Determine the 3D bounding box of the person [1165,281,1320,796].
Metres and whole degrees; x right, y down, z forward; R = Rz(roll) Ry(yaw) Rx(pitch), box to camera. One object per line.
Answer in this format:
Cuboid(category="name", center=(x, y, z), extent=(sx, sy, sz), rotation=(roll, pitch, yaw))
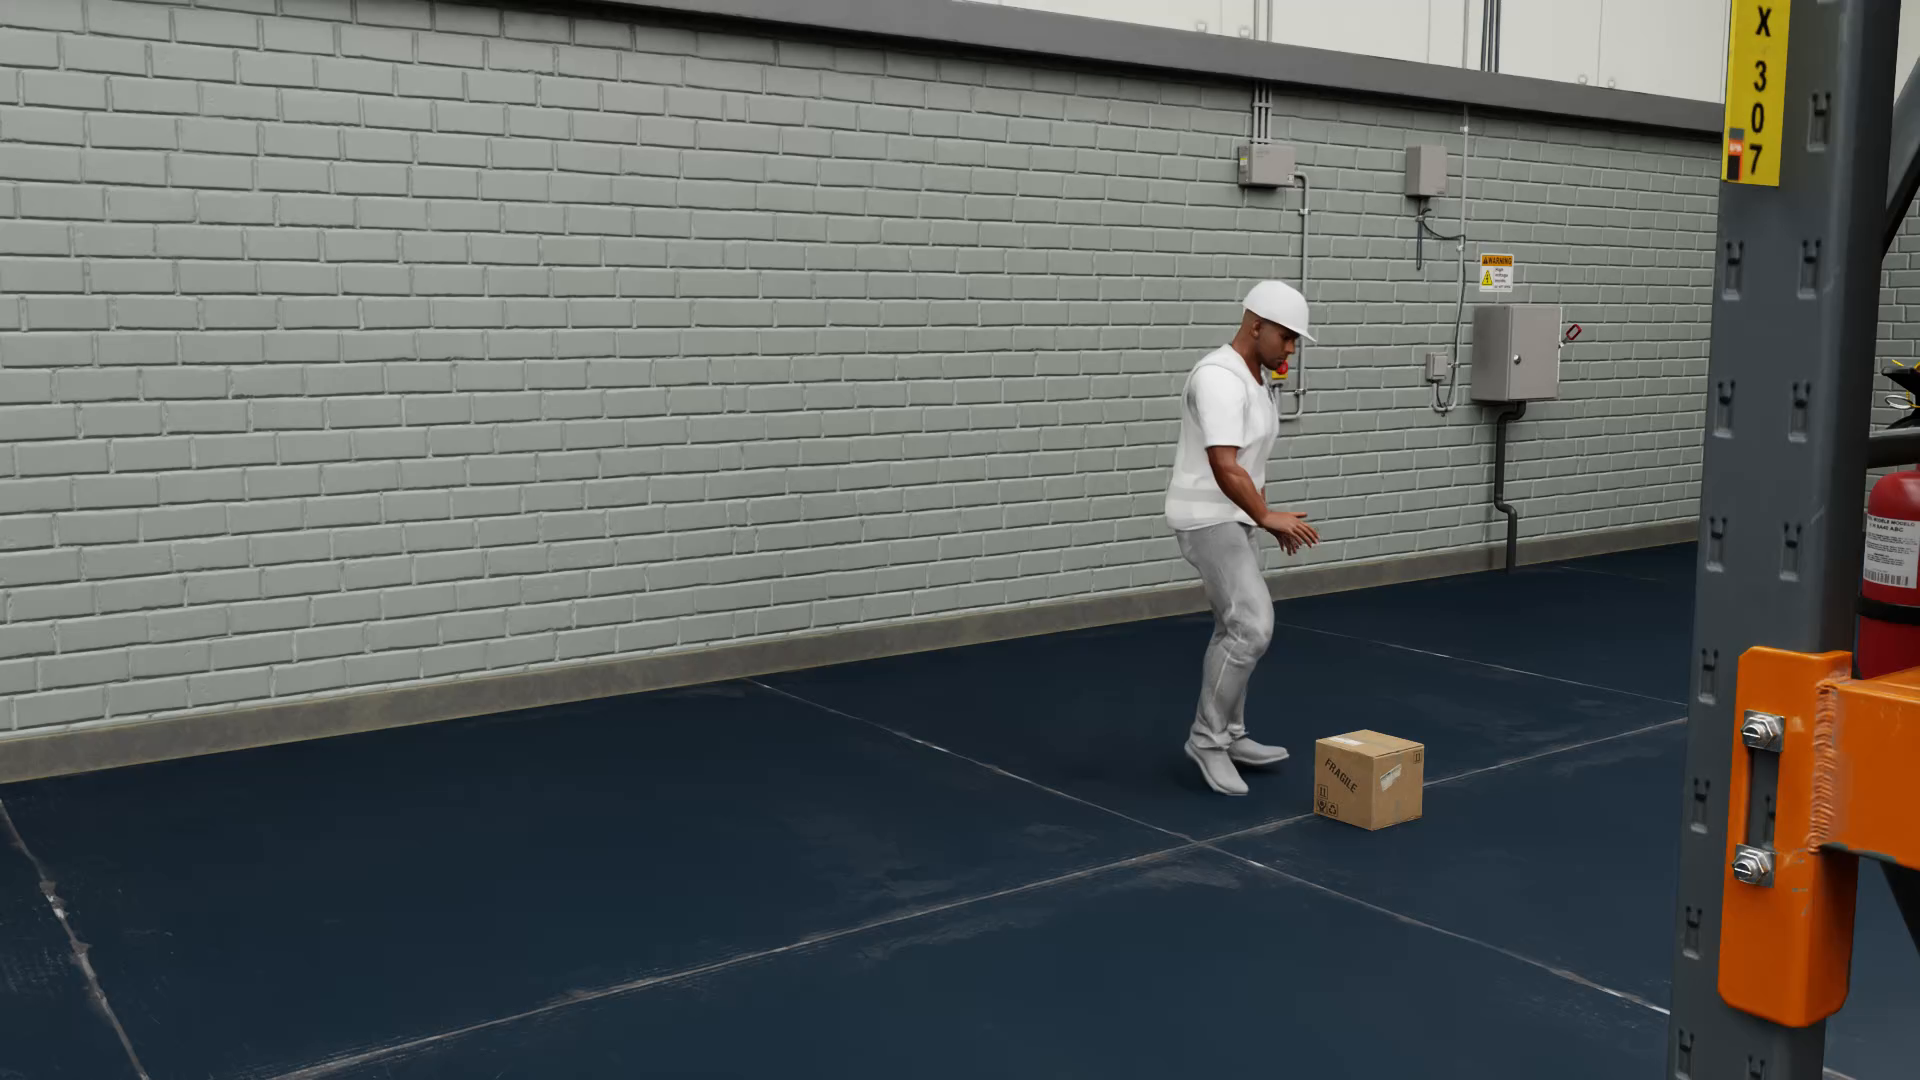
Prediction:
Cuboid(category="person", center=(1.019, -0.015, 5.886), extent=(0.570, 1.782, 0.589), rotation=(3, 8, 22))
